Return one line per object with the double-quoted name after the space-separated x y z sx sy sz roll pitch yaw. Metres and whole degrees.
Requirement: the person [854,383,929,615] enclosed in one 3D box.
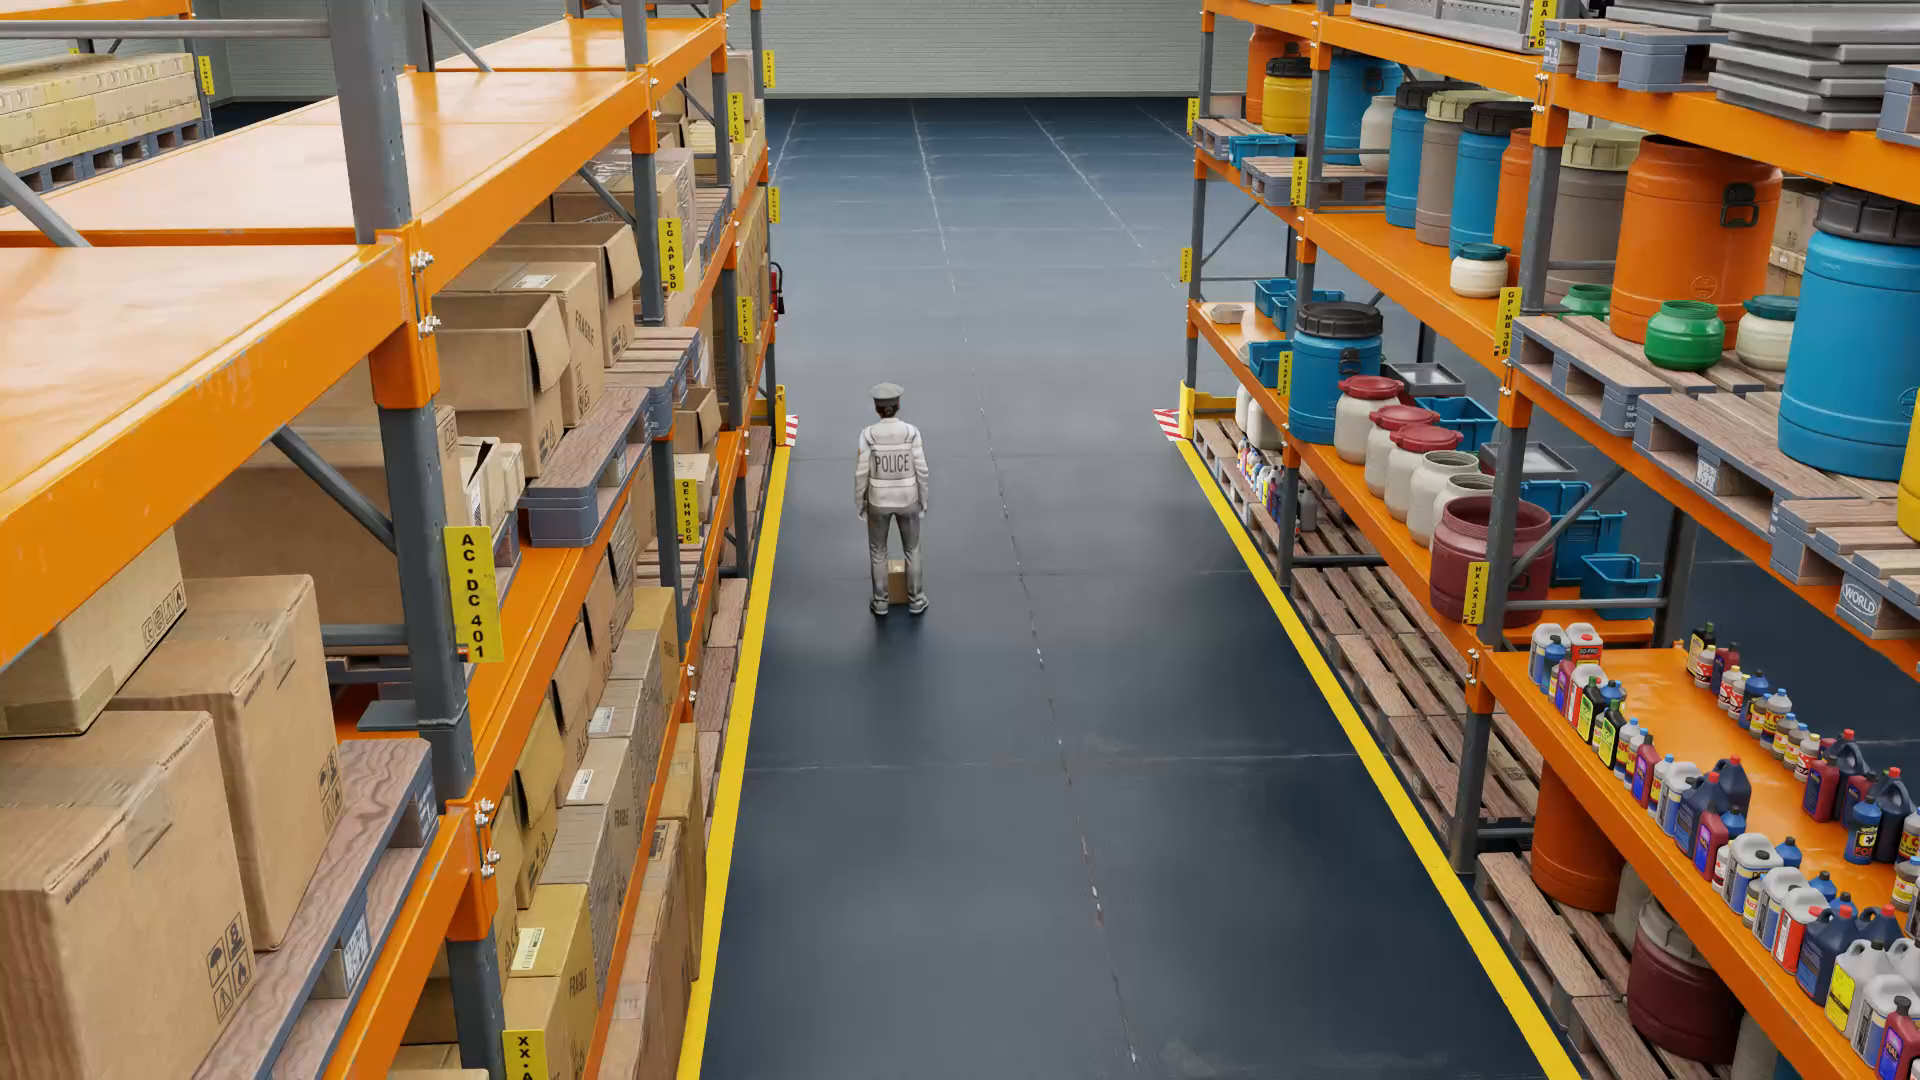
-0.484 -0.267 11.787 0.530 1.662 0.376 -2 21 -5 "person"
